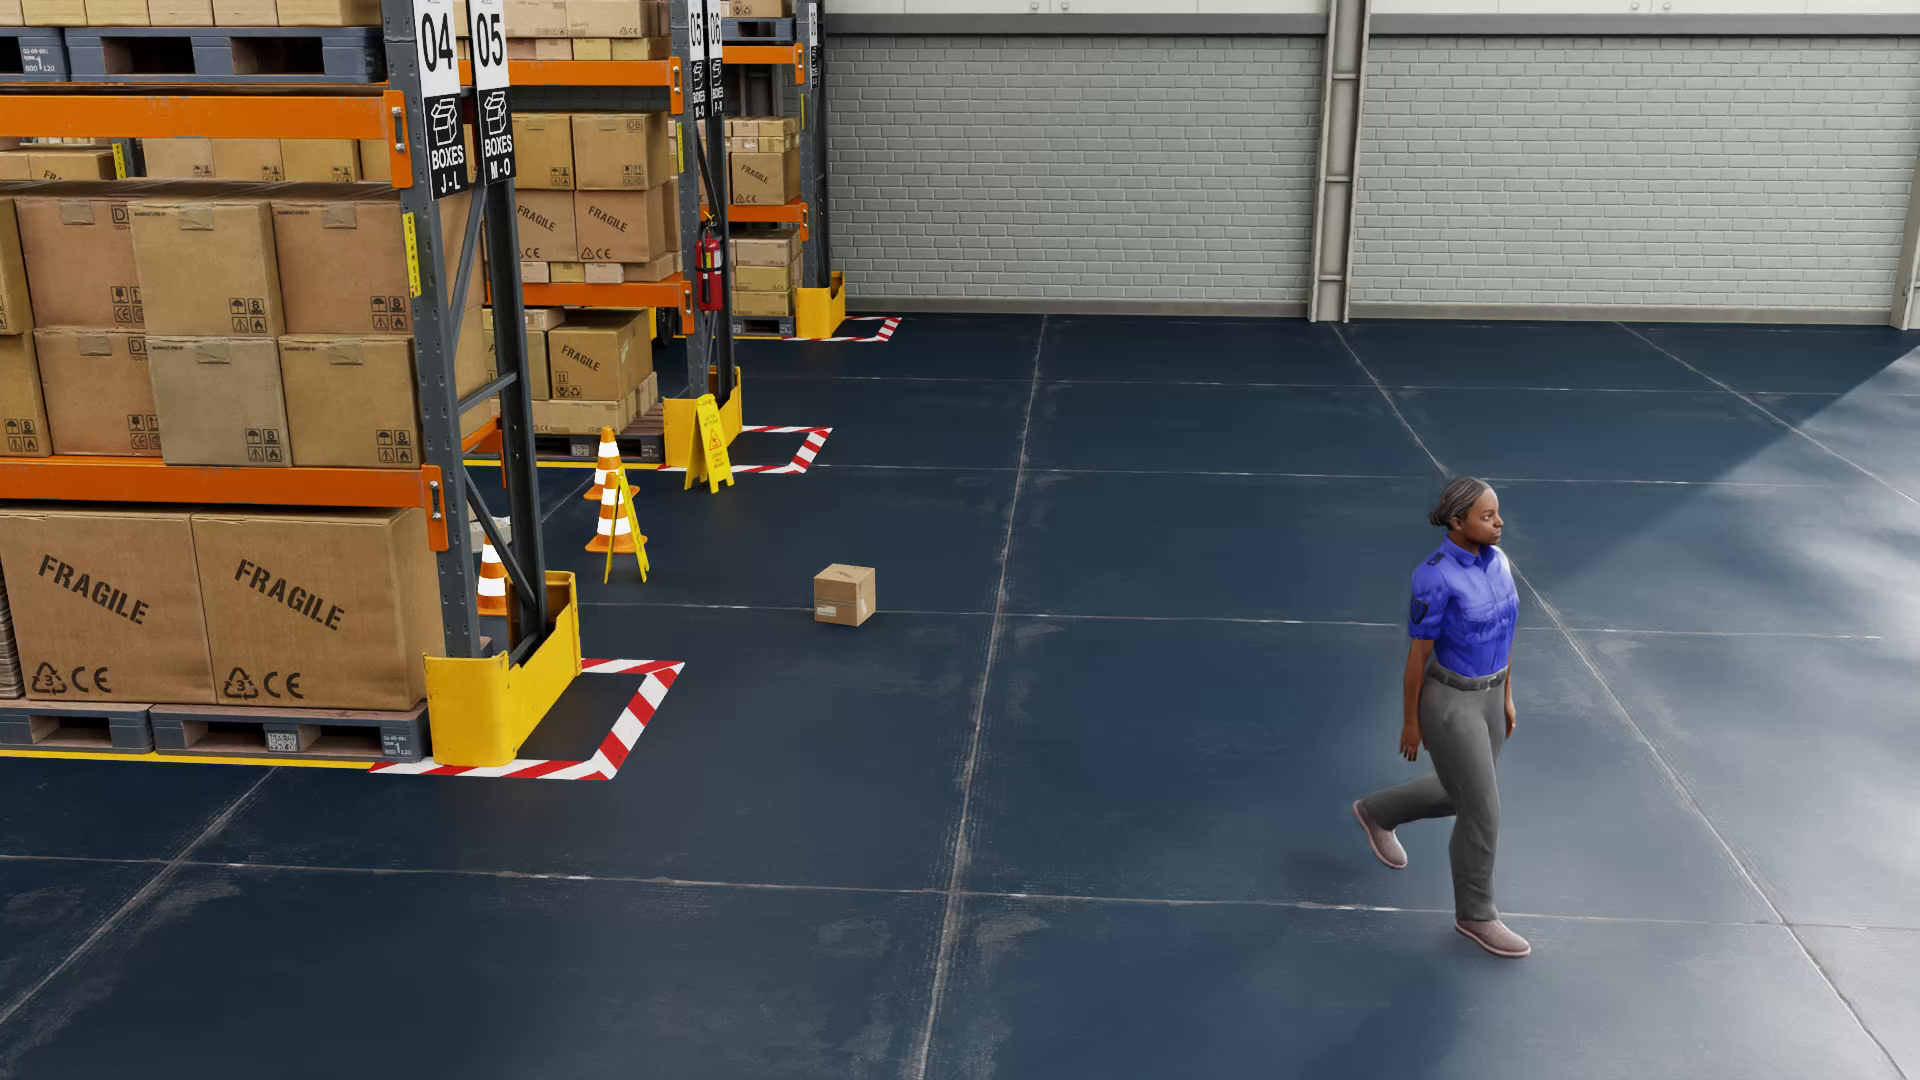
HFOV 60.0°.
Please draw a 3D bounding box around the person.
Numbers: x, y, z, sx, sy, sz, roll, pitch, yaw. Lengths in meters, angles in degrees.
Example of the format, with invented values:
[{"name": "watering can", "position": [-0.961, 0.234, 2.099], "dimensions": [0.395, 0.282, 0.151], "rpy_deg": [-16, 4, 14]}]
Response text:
[{"name": "person", "position": [1.718, 0.555, 5.781], "dimensions": [0.455, 1.620, 0.838], "rpy_deg": [-15, 23, -39]}]
